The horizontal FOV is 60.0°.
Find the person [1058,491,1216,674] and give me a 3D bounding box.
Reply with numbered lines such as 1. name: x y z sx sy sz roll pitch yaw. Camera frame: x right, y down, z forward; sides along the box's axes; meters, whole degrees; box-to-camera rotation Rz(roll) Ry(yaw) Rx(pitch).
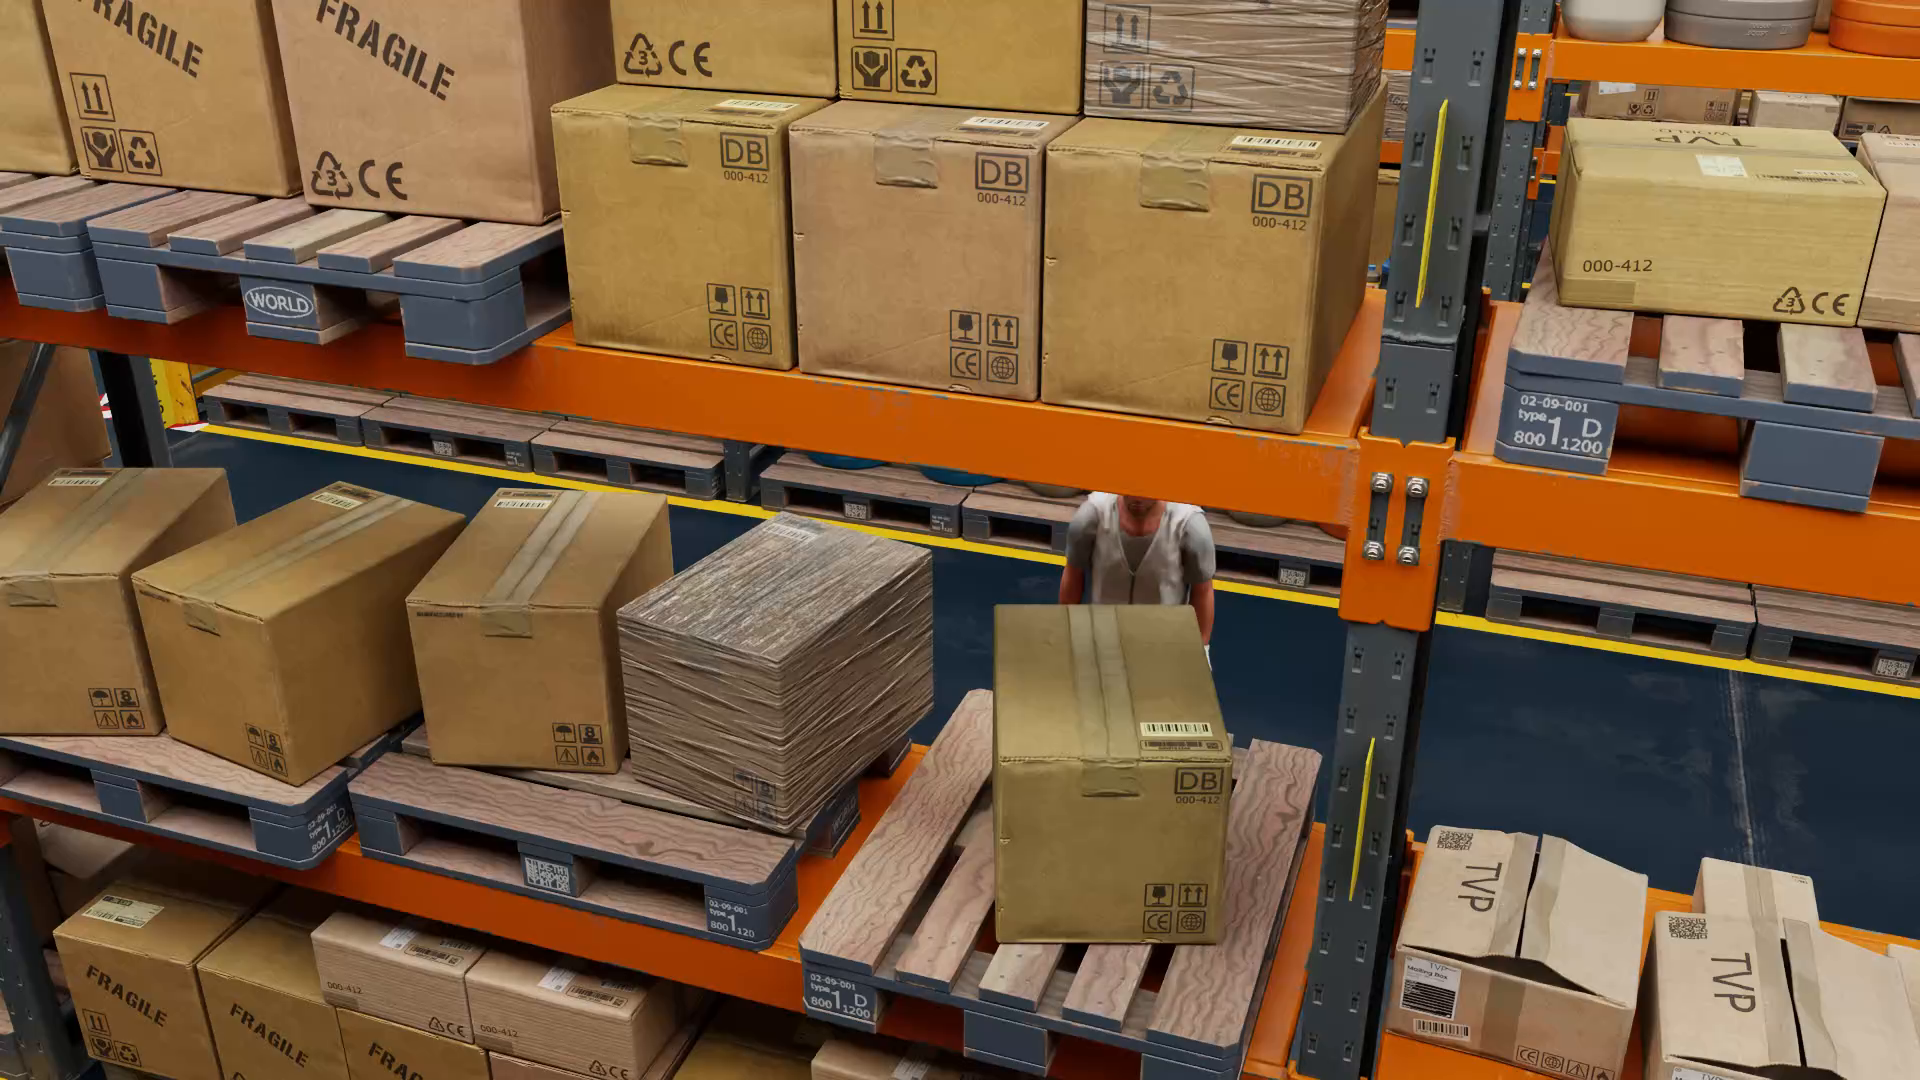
1. person: 0.643 0.405 6.247 0.616 1.775 0.453 7 26 14
